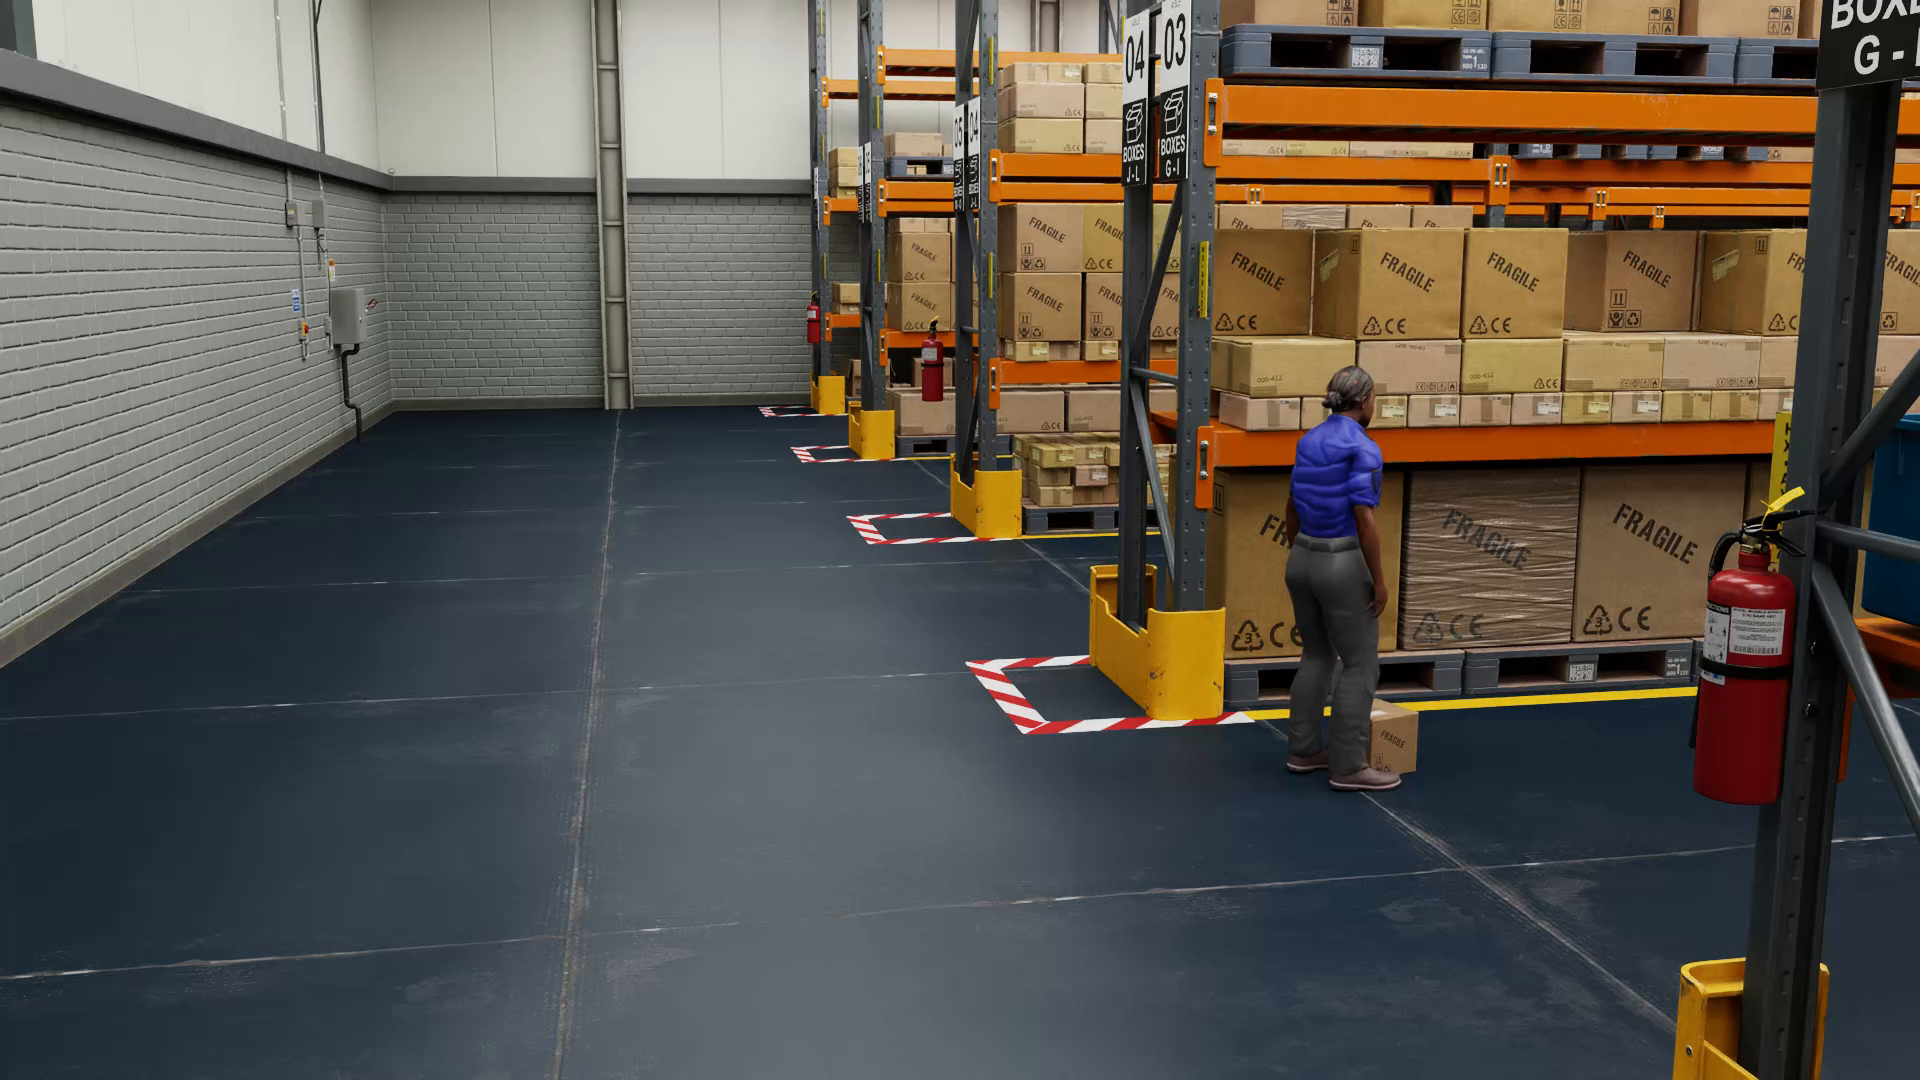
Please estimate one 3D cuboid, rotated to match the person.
[{"bbox_3d":[1.499,0.141,6.586,0.352,1.653,0.527,-5,11,-28],"label":"person"}]
